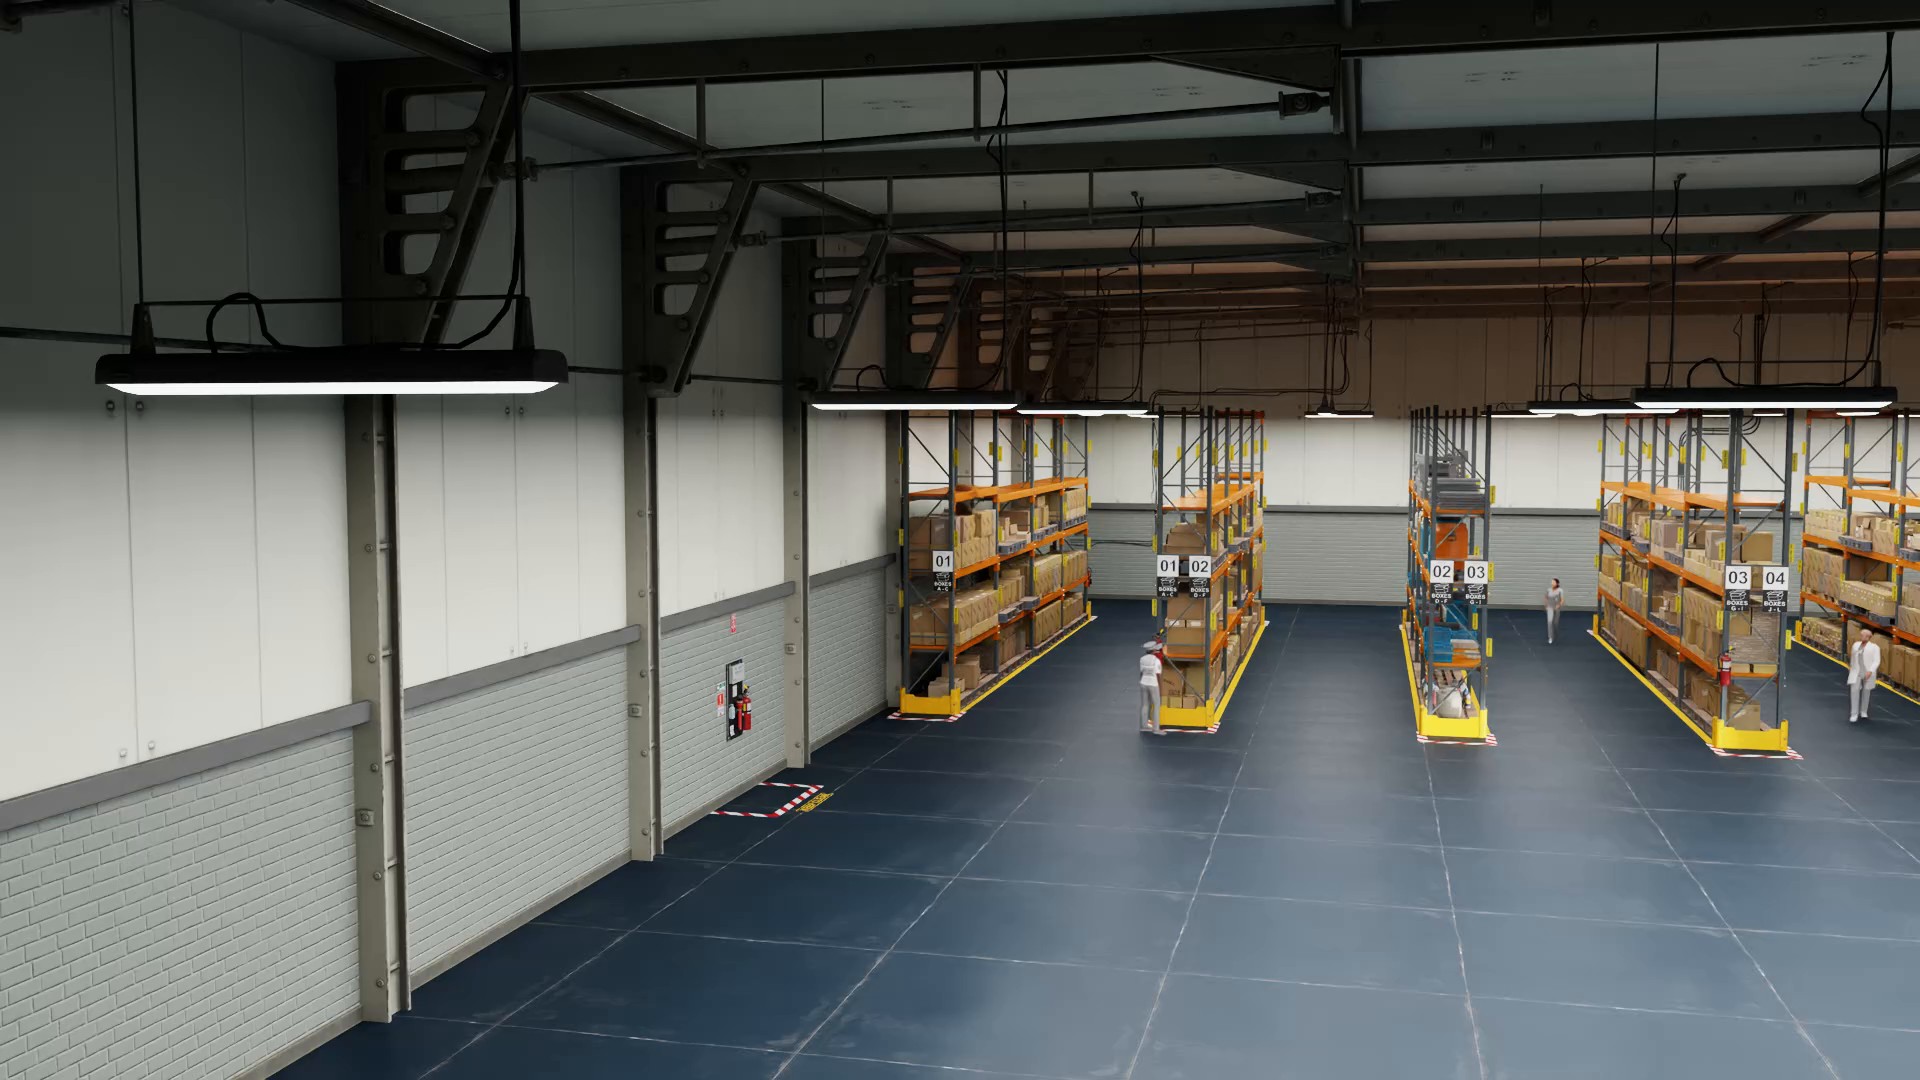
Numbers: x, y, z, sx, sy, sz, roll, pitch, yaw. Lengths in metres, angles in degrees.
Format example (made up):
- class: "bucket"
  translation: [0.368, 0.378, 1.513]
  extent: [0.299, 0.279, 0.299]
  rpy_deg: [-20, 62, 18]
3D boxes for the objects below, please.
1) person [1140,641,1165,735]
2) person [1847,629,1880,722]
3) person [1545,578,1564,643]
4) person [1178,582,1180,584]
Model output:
- class: "person"
  translation: [3.521, 2.701, 30.443]
  extent: [0.391, 1.702, 0.486]
  rpy_deg: [-4, 6, -43]
- class: "person"
  translation: [17.160, 2.564, 31.585]
  extent: [0.540, 1.725, 1.100]
  rpy_deg: [2, 5, 27]
- class: "person"
  translation: [15.446, 1.827, 43.199]
  extent: [0.453, 1.672, 0.932]
  rpy_deg: [1, 4, 15]
- class: "person"
  translation: [6.228, 1.526, 46.848]
  extent: [0.409, 1.690, 0.541]
  rpy_deg: [4, 5, 41]
